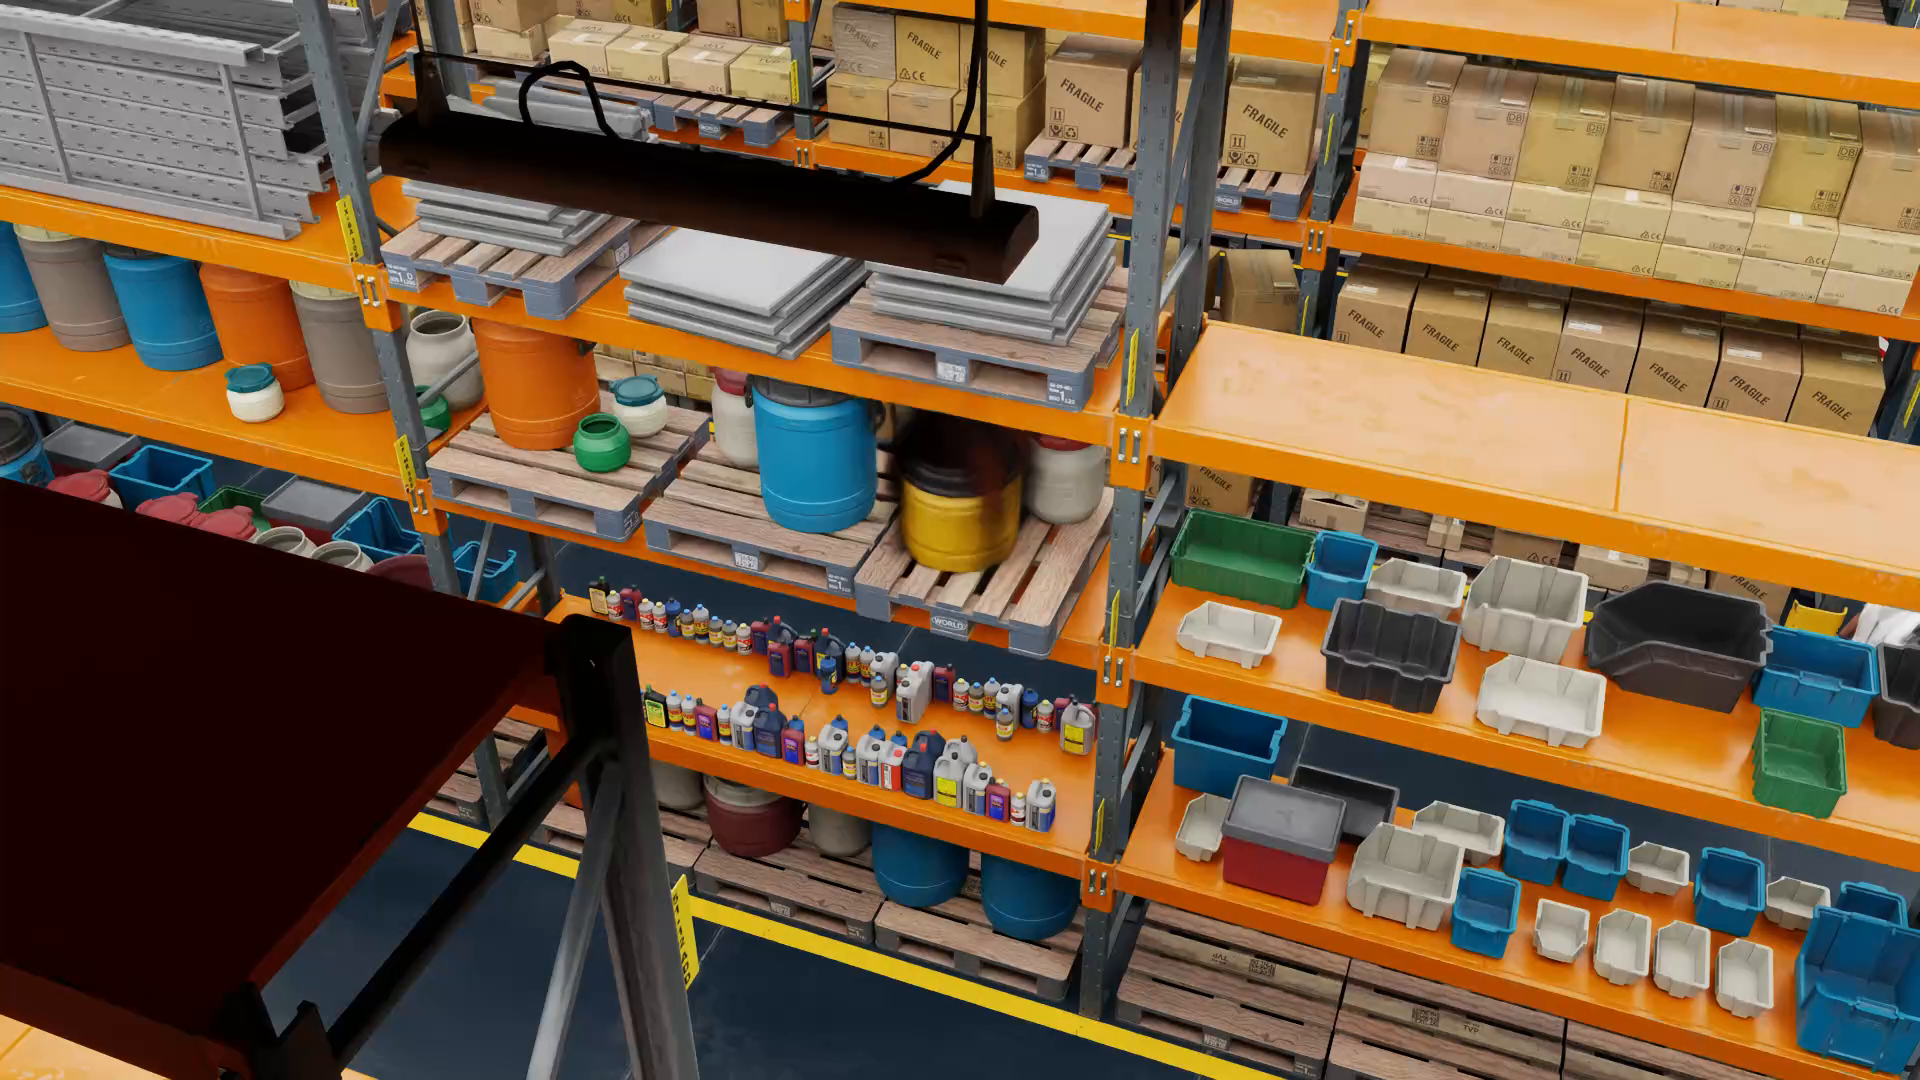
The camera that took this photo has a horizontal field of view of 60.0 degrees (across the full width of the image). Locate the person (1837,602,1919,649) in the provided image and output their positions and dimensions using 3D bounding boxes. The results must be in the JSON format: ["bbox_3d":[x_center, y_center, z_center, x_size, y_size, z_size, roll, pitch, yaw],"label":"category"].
[{"bbox_3d":[5.891,0.848,10.728,0.488,1.752,0.626,-6,37,-8],"label":"person"}]
